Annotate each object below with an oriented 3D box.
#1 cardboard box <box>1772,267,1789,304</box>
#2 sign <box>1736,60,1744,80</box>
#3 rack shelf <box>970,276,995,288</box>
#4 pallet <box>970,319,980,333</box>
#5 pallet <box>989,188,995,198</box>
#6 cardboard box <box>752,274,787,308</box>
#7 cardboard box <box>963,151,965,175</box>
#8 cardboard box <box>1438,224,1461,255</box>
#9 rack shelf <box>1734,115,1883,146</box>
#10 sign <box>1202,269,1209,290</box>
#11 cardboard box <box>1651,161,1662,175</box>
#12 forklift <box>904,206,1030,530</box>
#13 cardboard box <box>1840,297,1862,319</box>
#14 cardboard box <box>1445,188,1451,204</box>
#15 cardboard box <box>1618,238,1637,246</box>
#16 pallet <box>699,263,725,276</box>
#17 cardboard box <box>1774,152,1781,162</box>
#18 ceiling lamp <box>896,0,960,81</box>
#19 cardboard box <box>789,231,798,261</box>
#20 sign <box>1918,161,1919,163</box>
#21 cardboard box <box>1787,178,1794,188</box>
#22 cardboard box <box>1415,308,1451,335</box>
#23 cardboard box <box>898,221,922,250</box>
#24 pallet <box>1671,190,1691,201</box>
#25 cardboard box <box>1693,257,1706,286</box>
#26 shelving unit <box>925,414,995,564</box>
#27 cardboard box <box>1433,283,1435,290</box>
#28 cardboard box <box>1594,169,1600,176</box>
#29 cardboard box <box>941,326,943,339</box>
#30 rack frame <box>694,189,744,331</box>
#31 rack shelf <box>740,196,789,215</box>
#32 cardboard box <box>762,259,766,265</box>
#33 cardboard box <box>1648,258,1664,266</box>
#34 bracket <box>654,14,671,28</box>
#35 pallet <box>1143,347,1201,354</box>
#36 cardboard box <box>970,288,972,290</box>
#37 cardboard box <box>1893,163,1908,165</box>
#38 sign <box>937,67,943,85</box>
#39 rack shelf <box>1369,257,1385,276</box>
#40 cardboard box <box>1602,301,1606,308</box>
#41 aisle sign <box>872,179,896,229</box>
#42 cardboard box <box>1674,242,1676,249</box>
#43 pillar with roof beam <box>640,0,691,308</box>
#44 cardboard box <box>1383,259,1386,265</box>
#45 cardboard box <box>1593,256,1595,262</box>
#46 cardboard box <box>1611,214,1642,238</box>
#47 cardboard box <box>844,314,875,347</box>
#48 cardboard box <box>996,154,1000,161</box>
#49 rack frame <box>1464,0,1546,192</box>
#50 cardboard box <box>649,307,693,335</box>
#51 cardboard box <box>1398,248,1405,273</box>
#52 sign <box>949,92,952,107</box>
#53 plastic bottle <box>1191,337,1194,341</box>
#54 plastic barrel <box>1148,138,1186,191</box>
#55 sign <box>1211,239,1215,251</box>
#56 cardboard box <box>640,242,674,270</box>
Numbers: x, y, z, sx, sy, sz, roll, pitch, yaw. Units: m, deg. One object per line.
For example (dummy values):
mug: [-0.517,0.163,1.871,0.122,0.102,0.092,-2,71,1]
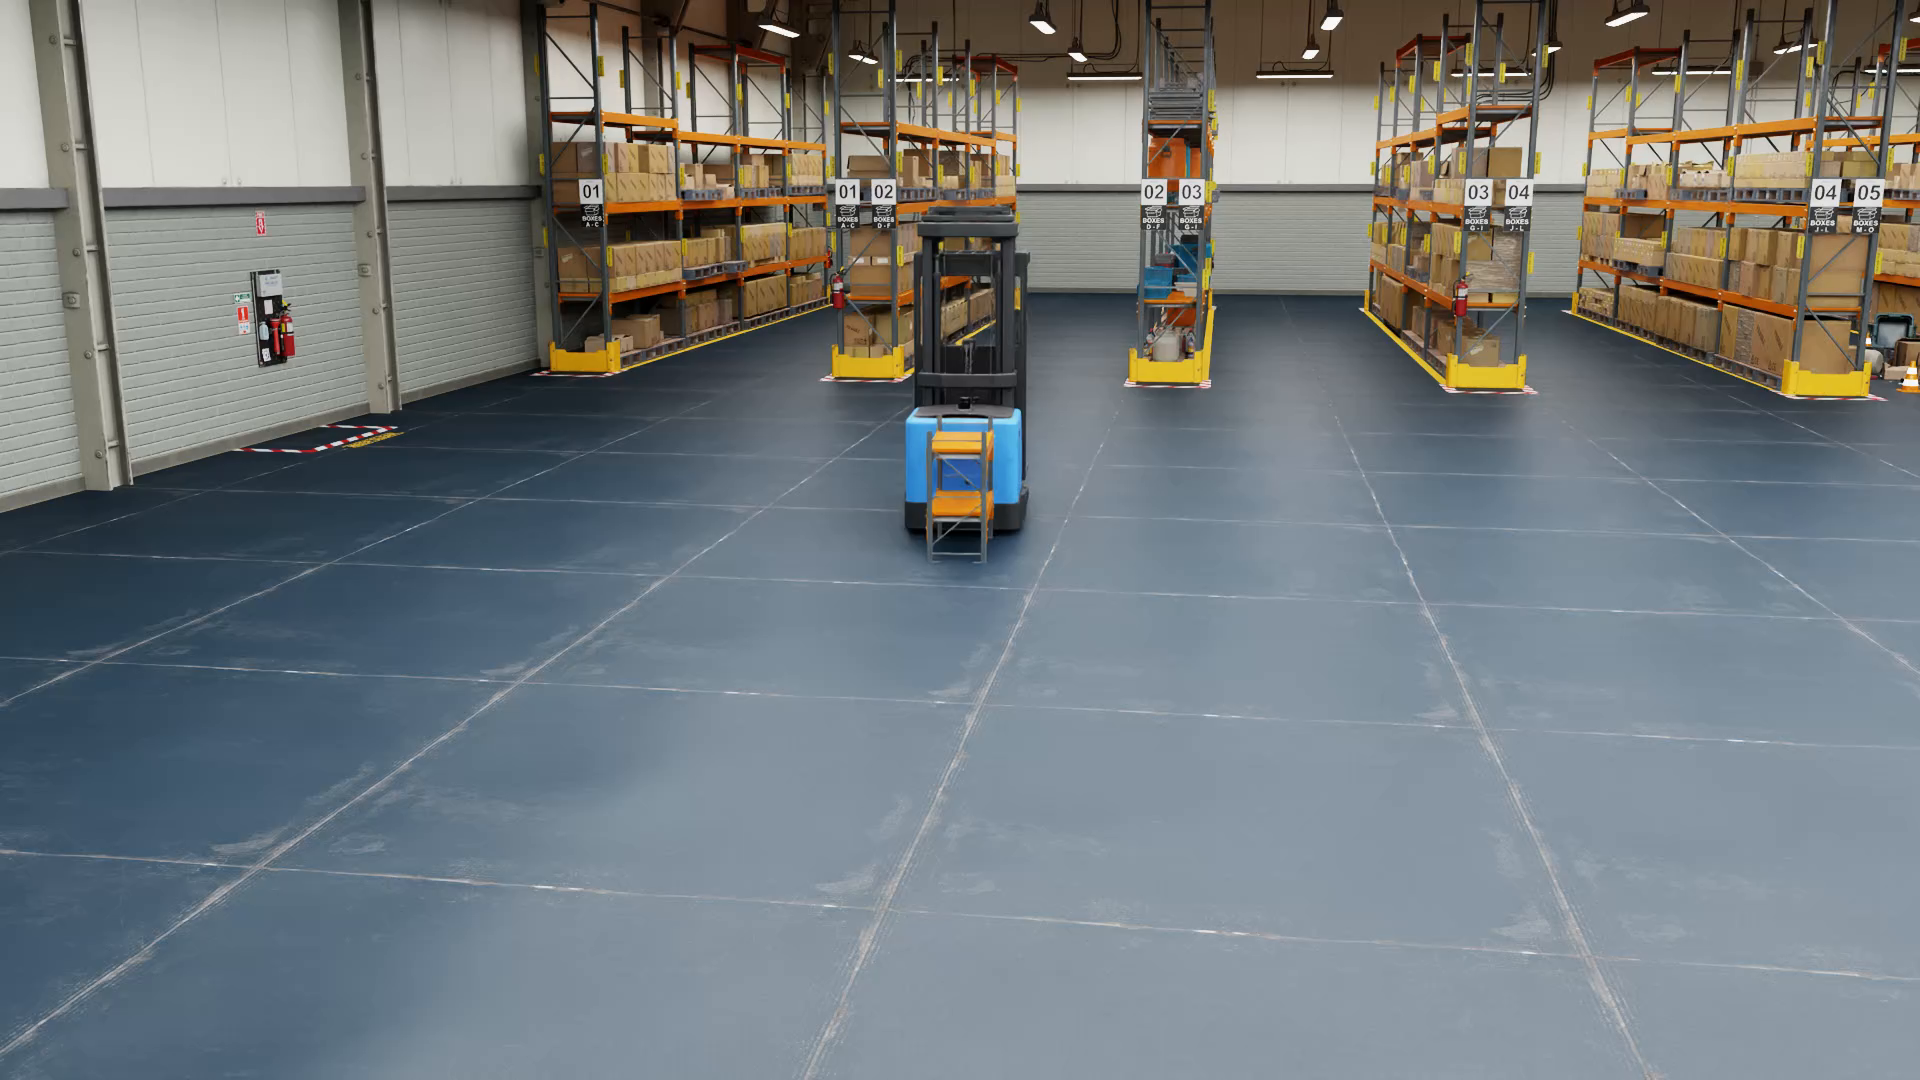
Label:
cardboard box: [13.223,-3.957,25.880,0.875,0.550,0.550,2,12,9]
sign: [13.225,-7.966,28.192,0.100,0.325,0.005,2,12,9]
rack shelf: [0.012,-5.924,37.068,1.077,0.370,4.000,2,12,9]
pallet: [-0.143,-4.650,36.069,1.003,0.211,1.213,2,12,9]
pallet: [0.150,-7.933,38.008,1.213,0.211,1.003,2,12,9]
cardboard box: [-4.547,-5.866,39.200,0.750,0.750,0.750,2,12,9]
cardboard box: [-0.144,-8.060,35.541,0.500,0.500,0.500,2,12,9]
cardboard box: [8.404,-5.094,28.194,0.500,0.500,0.500,2,12,9]
rack shelf: [13.455,-6.492,26.414,1.077,0.370,4.000,2,12,9]
sign: [3.911,-4.149,26.468,0.100,0.325,0.005,2,12,9]
cardboard box: [14.361,-7.606,33.992,0.396,0.266,0.258,2,12,9]
forklift: [0.119,-1.779,16.291,1.130,2.935,3.031,1,12,4]
cardboard box: [20.102,-5.129,36.757,0.875,0.438,0.875,2,12,8]
cardboard box: [8.319,-5.689,27.507,0.500,0.250,0.500,2,12,8]
cardboard box: [14.441,-6.436,35.926,0.380,0.149,0.250,2,12,10]
pallet: [-5.455,-5.512,33.903,1.003,0.211,1.213,2,12,9]
cardboard box: [13.060,-6.023,26.173,0.380,0.149,0.250,2,12,8]
ceiling lamp: [-1.052,-13.947,44.495,2.000,3.185,0.800,2,12,9]
cardboard box: [-4.476,-7.110,40.155,0.980,0.700,0.700,2,12,10]
sign: [20.438,-7.906,35.465,0.100,0.325,0.005,2,12,9]
cardboard box: [12.942,-5.474,25.516,0.380,0.149,0.250,2,12,9]
cardboard box: [9.337,-4.274,32.596,0.700,0.500,0.500,1,12,4]
cardboard box: [-1.049,-5.512,30.131,0.700,0.500,0.500,2,12,9]
pallet: [14.331,-6.594,31.798,1.213,0.211,1.003,2,12,11]
cardboard box: [13.734,-4.899,30.370,0.500,0.500,0.500,2,12,9]
shelving unit: [0.008,-0.461,14.464,0.538,1.125,1.048,1,12,4]
cardboard box: [8.485,-4.442,29.082,0.380,0.149,0.250,2,12,9]
cardboard box: [15.125,-8.636,39.048,0.380,0.149,0.250,2,12,9]
cardboard box: [-0.604,-3.963,31.794,0.500,0.250,0.500,2,12,7]
rack frame: [-5.191,-6.019,35.801,1.000,3.000,0.127,2,12,9]
rack shelf: [-4.883,-7.550,37.493,1.077,0.370,4.000,2,12,9]
cardboard box: [-4.639,-6.341,37.845,0.380,0.149,0.250,2,12,10]
cardboard box: [14.000,-5.556,33.252,0.380,0.149,0.250,2,12,10]
bracket: [-5.958,-10.371,33.210,0.235,0.232,0.430,2,12,9]
pallet: [3.839,-3.363,30.100,1.003,0.211,1.213,2,12,9]
cardboard box: [0.005,-5.592,38.710,0.500,0.500,0.500,1,12,6]
cardboard box: [20.198,-7.934,36.096,0.500,0.500,0.500,2,12,10]
sign: [-0.366,-8.470,30.342,0.100,0.325,0.005,2,12,9]
rack shelf: [10.415,-6.435,39.439,1.077,0.370,4.000,2,12,9]
cardboard box: [14.781,-5.334,37.689,0.380,0.149,0.250,1,12,7]
aisle sign: [-1.233,-5.441,26.949,0.394,0.787,0.004,2,12,9]
cardboard box: [14.763,-5.981,33.813,0.380,0.149,0.250,1,12,6]
pillar with roof beam: [-1.991,-8.569,33.396,9.100,9.000,0.548,2,12,9]
cardboard box: [9.831,-6.321,37.801,0.380,0.149,0.250,2,12,9]
cardboard box: [15.238,-6.674,39.439,0.380,0.149,0.250,2,12,11]
cardboard box: [14.798,-6.978,36.935,0.500,0.500,0.500,1,12,7]
cardboard box: [-1.737,-3.543,28.062,0.500,0.500,0.500,2,12,9]
cardboard box: [0.574,-8.898,39.429,0.700,0.500,0.500,2,12,9]
rack frame: [8.262,-6.805,25.208,1.000,3.000,0.127,2,12,9]
cardboard box: [-5.709,-4.333,32.868,0.700,0.500,0.500,2,12,11]
cardboard box: [9.406,-5.801,34.551,0.500,0.500,0.500,2,12,8]
sign: [-0.213,-10.141,38.285,0.100,0.325,0.005,2,12,9]
plastic bottle: [4.054,-3.415,29.153,0.097,0.271,0.097,0,12,0]
plastic barrel: [3.317,-6.019,26.668,0.600,0.830,0.708,2,12,9]
sign: [6.375,-7.428,41.955,0.100,0.325,0.005,2,12,9]
cardboard box: [-5.644,-5.277,30.886,0.500,0.500,0.500,2,12,8]
